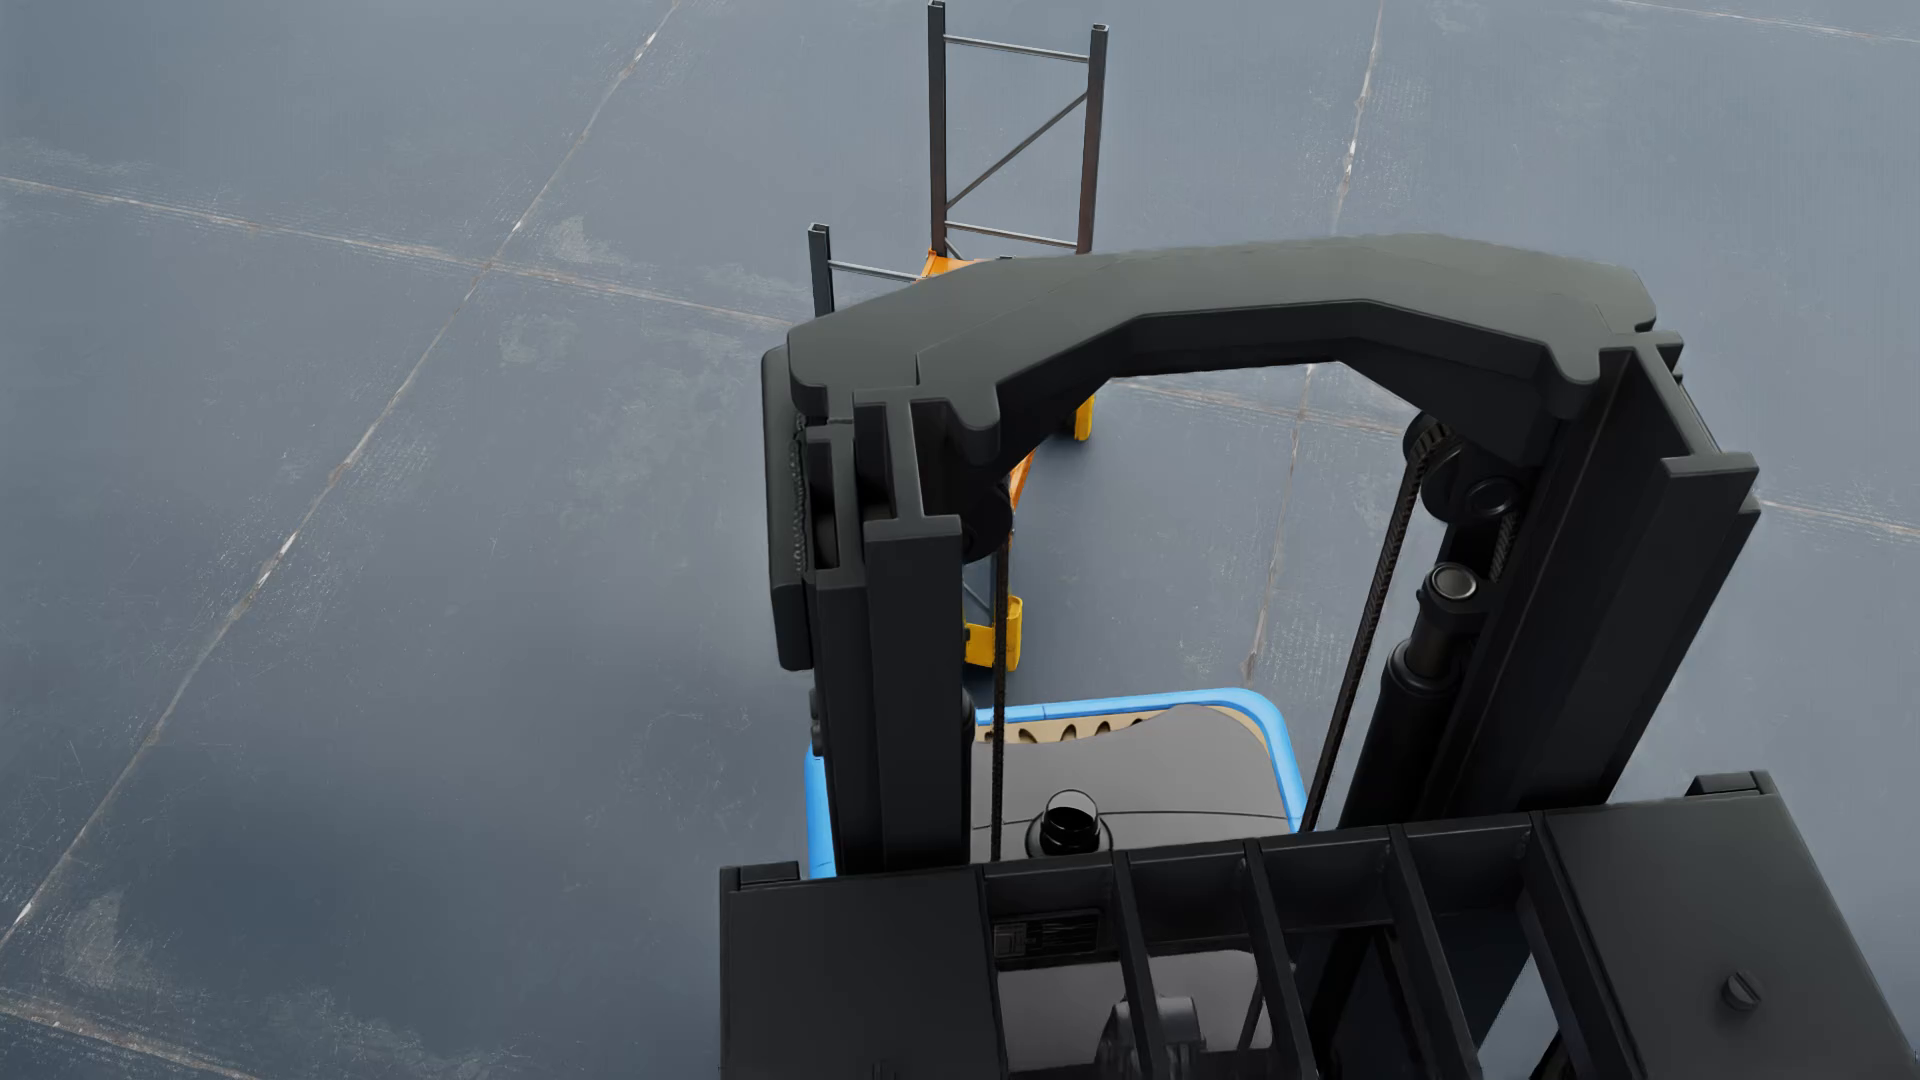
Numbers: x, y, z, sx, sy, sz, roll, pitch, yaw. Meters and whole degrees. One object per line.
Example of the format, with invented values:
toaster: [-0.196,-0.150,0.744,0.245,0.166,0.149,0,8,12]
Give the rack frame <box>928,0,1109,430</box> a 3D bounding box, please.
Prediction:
rack frame: [0.156,-0.926,5.067,0.500,1.500,0.032,12,50,10]

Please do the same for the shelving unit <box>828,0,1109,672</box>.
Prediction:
shelving unit: [0.020,-0.551,4.736,0.587,1.500,1.083,12,50,10]

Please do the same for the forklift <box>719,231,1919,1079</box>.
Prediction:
forklift: [0.332,1.188,2.247,1.130,2.935,3.031,-5,49,-4]

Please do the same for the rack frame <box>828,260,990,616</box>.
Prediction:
rack frame: [-0.113,-0.191,4.418,0.475,1.308,0.013,12,50,10]

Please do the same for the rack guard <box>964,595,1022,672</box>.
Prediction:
rack guard: [-0.111,0.222,4.887,0.587,0.250,0.087,12,50,10]

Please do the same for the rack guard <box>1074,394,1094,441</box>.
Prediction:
rack guard: [0.151,-0.498,5.523,0.587,0.250,0.087,12,50,10]

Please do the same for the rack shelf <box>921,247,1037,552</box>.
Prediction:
rack shelf: [0.022,-0.439,4.877,0.538,0.185,1.000,12,50,10]
